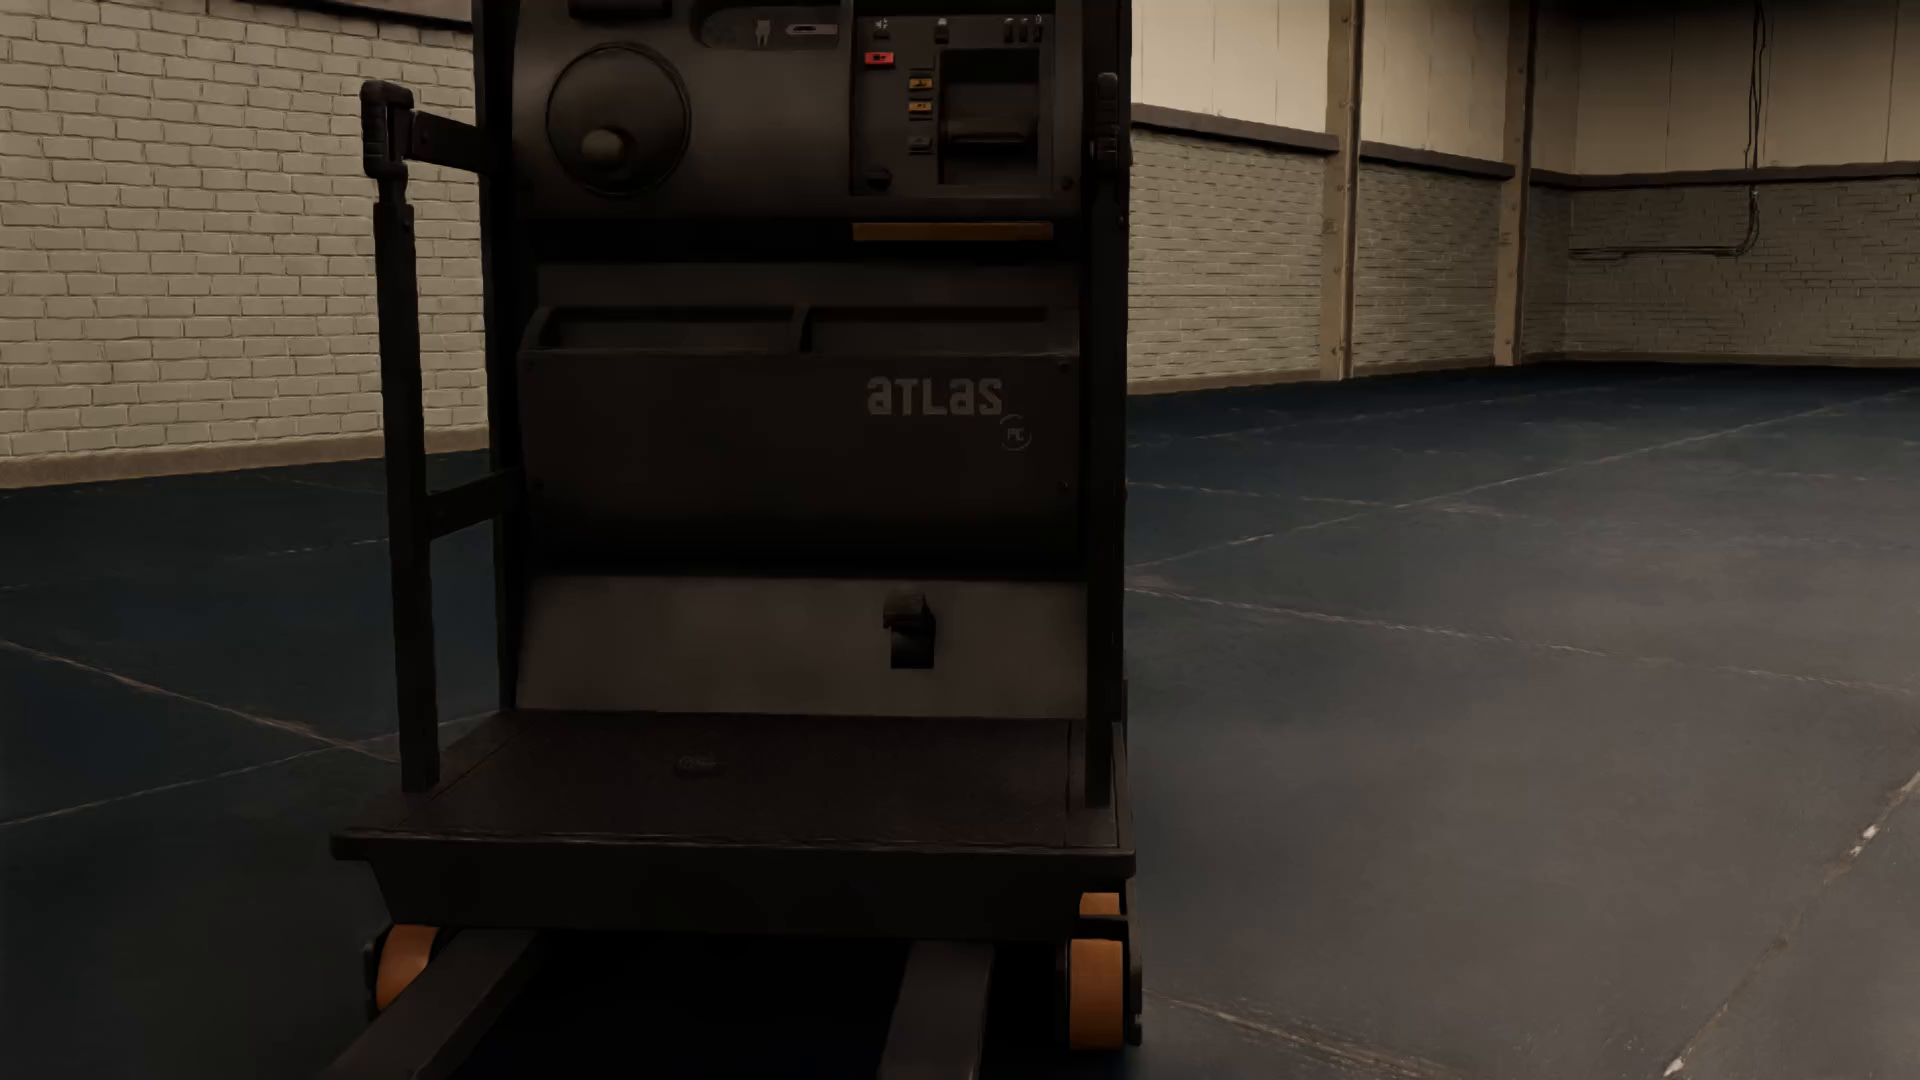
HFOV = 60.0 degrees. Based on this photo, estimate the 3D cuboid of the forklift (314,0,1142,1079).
[{"bbox_3d":[-0.279,-0.764,2.504,1.130,2.935,3.031,1,8,4],"label":"forklift"}]
